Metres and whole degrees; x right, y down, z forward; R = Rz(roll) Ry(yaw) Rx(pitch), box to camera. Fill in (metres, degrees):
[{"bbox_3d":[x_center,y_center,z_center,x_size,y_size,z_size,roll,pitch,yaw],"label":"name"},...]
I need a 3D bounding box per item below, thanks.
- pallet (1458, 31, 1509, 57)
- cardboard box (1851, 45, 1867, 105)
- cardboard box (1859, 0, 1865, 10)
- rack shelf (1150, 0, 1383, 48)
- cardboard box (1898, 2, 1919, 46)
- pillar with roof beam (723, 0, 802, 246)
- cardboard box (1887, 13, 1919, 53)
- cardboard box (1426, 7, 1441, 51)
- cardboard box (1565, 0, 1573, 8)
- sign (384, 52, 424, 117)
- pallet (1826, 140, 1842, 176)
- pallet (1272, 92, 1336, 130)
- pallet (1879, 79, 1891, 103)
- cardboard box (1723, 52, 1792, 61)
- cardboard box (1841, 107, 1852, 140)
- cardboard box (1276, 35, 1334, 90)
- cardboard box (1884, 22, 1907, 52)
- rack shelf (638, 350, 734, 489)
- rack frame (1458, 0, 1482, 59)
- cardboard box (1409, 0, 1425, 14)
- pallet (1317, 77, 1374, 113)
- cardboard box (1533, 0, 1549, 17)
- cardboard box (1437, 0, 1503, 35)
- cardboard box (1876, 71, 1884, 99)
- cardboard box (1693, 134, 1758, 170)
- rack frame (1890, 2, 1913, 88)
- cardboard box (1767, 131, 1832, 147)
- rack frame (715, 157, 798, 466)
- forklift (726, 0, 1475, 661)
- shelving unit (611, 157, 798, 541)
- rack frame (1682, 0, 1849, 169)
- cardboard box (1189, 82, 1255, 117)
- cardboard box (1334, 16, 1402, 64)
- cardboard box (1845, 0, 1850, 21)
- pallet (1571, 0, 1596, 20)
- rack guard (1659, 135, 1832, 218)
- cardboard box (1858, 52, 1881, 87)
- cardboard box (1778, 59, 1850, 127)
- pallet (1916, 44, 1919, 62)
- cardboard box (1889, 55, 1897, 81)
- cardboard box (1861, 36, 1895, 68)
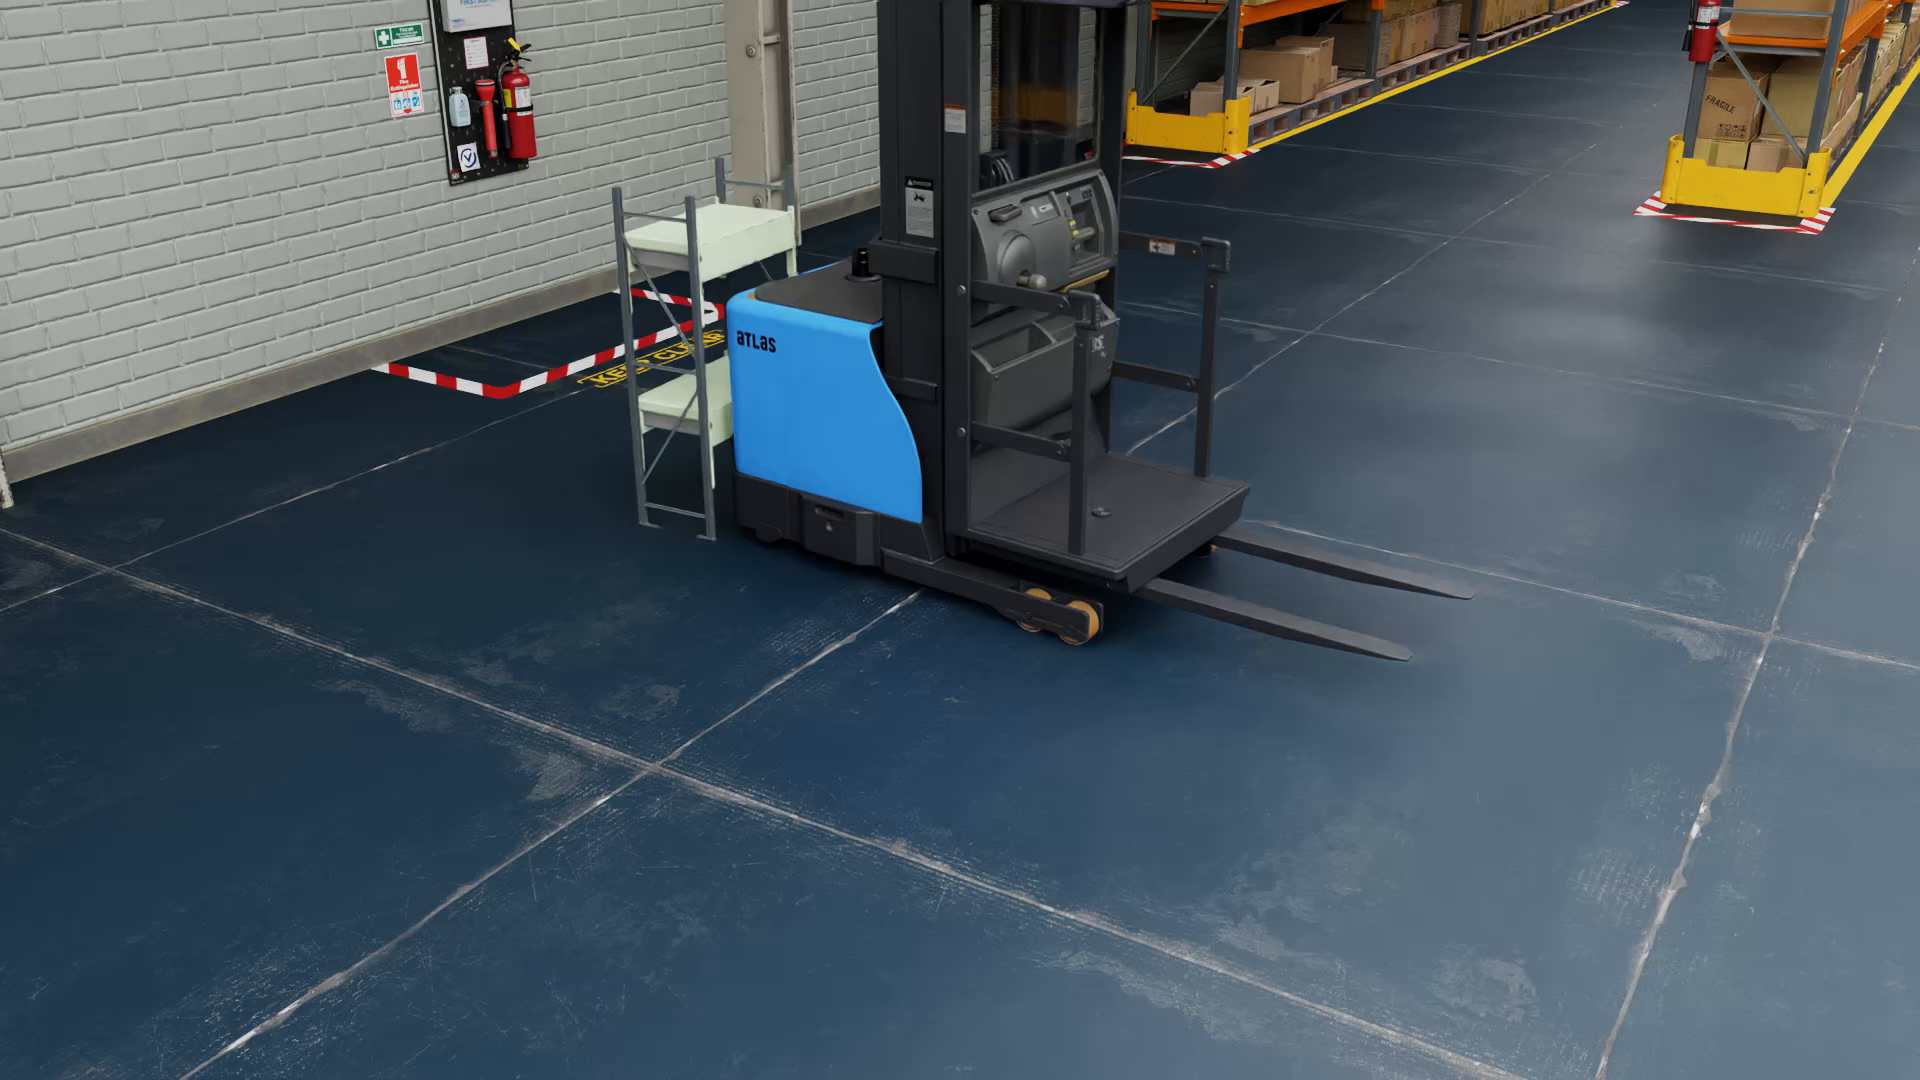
[{"bbox_3d":[6.828,-6.807,22.708,1.003,0.211,1.213,14,27,29],"label":"pallet"},{"bbox_3d":[8.116,-4.356,15.525,0.500,0.500,0.500,14,27,29],"label":"cardboard box"},{"bbox_3d":[7.948,-5.165,15.279,0.700,0.500,0.500,14,27,28],"label":"cardboard box"},{"bbox_3d":[3.184,-5.481,17.041,1.077,0.370,4.000,14,27,29],"label":"rack shelf"},{"bbox_3d":[12.119,-6.644,21.413,0.500,0.500,0.500,14,27,30],"label":"cardboard box"},{"bbox_3d":[2.255,-5.380,8.350,9.100,9.000,0.400,14,27,29],"label":"pillar with roof beam"},{"bbox_3d":[11.313,-6.126,20.218,0.500,0.500,0.500,13,27,27],"label":"cardboard box"},{"bbox_3d":[5.643,-6.488,21.053,0.700,0.500,0.500,14,27,29],"label":"cardboard box"},{"bbox_3d":[9.208,-8.632,26.031,0.700,0.500,0.500,14,27,28],"label":"cardboard box"},{"bbox_3d":[-3.117,-2.554,9.329,0.001,0.329,0.234,14,27,29],"label":"sign"},{"bbox_3d":[7.351,-3.497,15.062,1.003,0.211,1.213,14,27,29],"label":"pallet"},{"bbox_3d":[3.272,-4.559,17.516,1.003,0.211,1.213,14,27,29],"label":"pallet"},{"bbox_3d":[10.092,-5.250,19.112,1.003,0.211,1.213,14,27,29],"label":"pallet"},{"bbox_3d":[7.149,-4.127,14.996,0.500,0.500,0.500,14,27,29],"label":"cardboard box"},{"bbox_3d":[7.867,-3.840,15.276,0.500,0.250,0.500,14,27,29],"label":"cardboard box"},{"bbox_3d":[3.725,-5.182,18.038,0.500,0.500,0.500,12,26,25],"label":"cardboard box"},{"bbox_3d":[10.492,-5.759,19.005,0.500,0.311,0.500,15,27,30],"label":"cardboard box"},{"bbox_3d":[-1.078,-0.553,7.459,0.431,0.370,0.720,12,26,25],"label":"rack shelf"},{"bbox_3d":[6.349,-7.836,21.576,1.000,3.000,0.127,14,27,29],"label":"rack frame"},{"bbox_3d":[5.392,-6.627,20.432,0.500,0.250,0.500,14,27,29],"label":"cardboard box"},{"bbox_3d":[3.914,-4.973,18.471,1.003,0.211,1.213,14,27,29],"label":"pallet"},{"bbox_3d":[8.226,-8.146,24.469,0.750,0.750,0.750,14,27,30],"label":"cardboard box"},{"bbox_3d":[6.848,-7.263,22.430,0.750,0.750,0.750,13,27,28],"label":"cardboard box"},{"bbox_3d":[9.414,-4.812,17.523,0.500,0.250,0.500,13,27,27],"label":"cardboard box"},{"bbox_3d":[6.371,-3.273,13.968,0.500,0.250,0.500,14,27,29],"label":"cardboard box"},{"bbox_3d":[10.559,-6.800,19.181,1.000,3.000,0.127,14,27,29],"label":"rack frame"},{"bbox_3d":[7.072,-3.334,14.109,0.500,0.250,0.500,14,27,29],"label":"cardboard box"},{"bbox_3d":[-0.910,-0.981,7.628,0.400,1.500,0.023,12,26,25],"label":"rack frame"},{"bbox_3d":[0.508,-1.184,6.295,3.031,2.935,1.130,16,28,32],"label":"forklift"},{"bbox_3d":[-1.078,-0.852,7.330,0.431,1.500,0.755,12,26,25],"label":"shelving unit"},{"bbox_3d":[6.339,-4.099,12.944,1.000,3.000,0.127,14,27,29],"label":"rack frame"},{"bbox_3d":[2.570,-4.319,16.282,0.500,0.311,0.500,11,26,23],"label":"cardboard box"},{"bbox_3d":[4.843,-5.978,19.876,0.700,0.500,0.500,13,27,28],"label":"cardboard box"},{"bbox_3d":[7.136,-4.645,14.078,0.700,0.500,0.500,14,27,29],"label":"cardboard box"},{"bbox_3d":[9.569,-8.560,26.759,1.003,0.211,1.213,14,27,29],"label":"pallet"},{"bbox_3d":[6.326,-2.944,13.422,1.175,0.500,0.348,14,27,29],"label":"rack guard"},{"bbox_3d":[8.879,-4.725,16.616,0.500,0.311,0.500,14,27,29],"label":"cardboard box"},{"bbox_3d":[7.326,-3.849,14.355,0.500,0.500,0.500,14,27,29],"label":"cardboard box"},{"bbox_3d":[12.272,-6.587,22.201,1.003,0.211,1.213,14,27,29],"label":"pallet"},{"bbox_3d":[10.220,-5.327,18.712,0.500,0.250,0.500,14,27,28],"label":"cardboard box"},{"bbox_3d":[9.689,-5.244,17.815,0.500,0.311,0.500,15,27,30],"label":"cardboard box"}]
